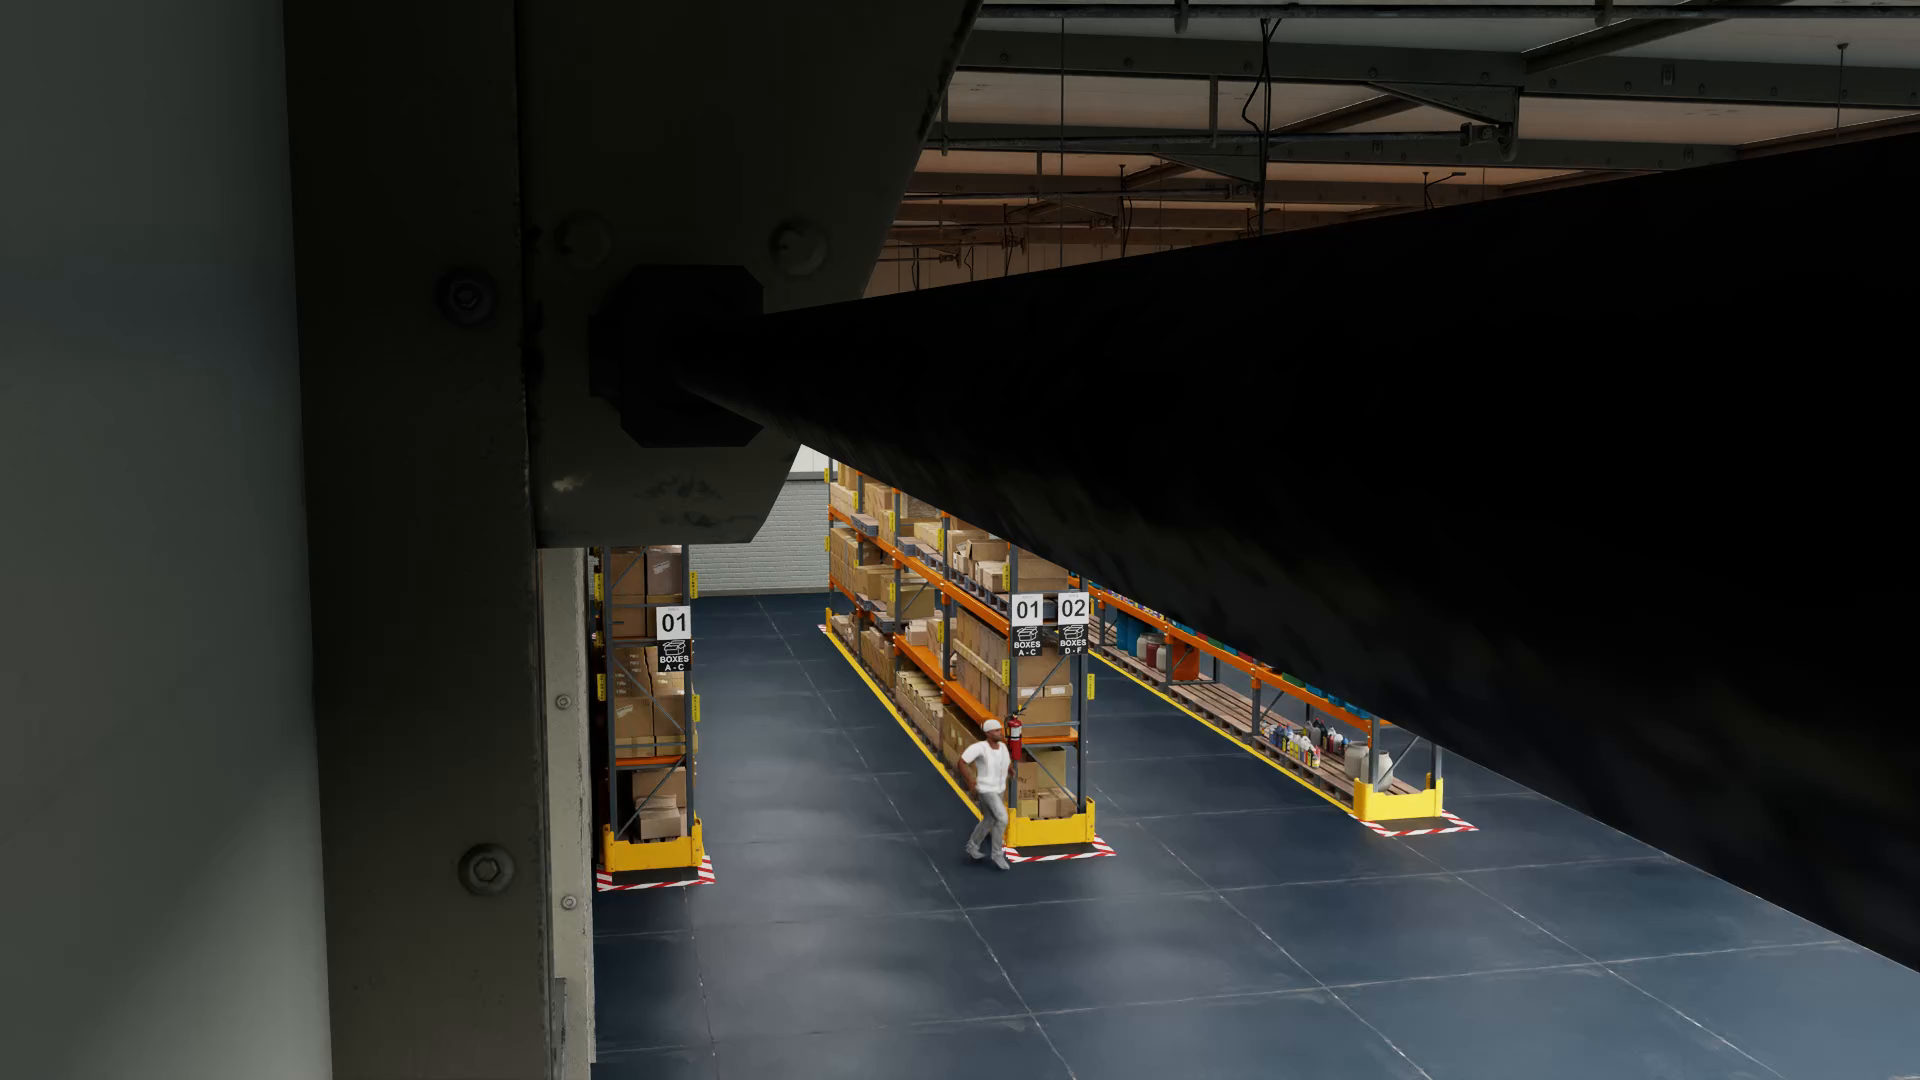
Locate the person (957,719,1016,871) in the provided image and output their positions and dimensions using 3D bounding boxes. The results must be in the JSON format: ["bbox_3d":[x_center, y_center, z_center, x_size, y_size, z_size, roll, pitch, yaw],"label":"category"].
[{"bbox_3d":[0.397,3.055,20.217,0.720,1.775,0.679,5,8,36],"label":"person"}]
